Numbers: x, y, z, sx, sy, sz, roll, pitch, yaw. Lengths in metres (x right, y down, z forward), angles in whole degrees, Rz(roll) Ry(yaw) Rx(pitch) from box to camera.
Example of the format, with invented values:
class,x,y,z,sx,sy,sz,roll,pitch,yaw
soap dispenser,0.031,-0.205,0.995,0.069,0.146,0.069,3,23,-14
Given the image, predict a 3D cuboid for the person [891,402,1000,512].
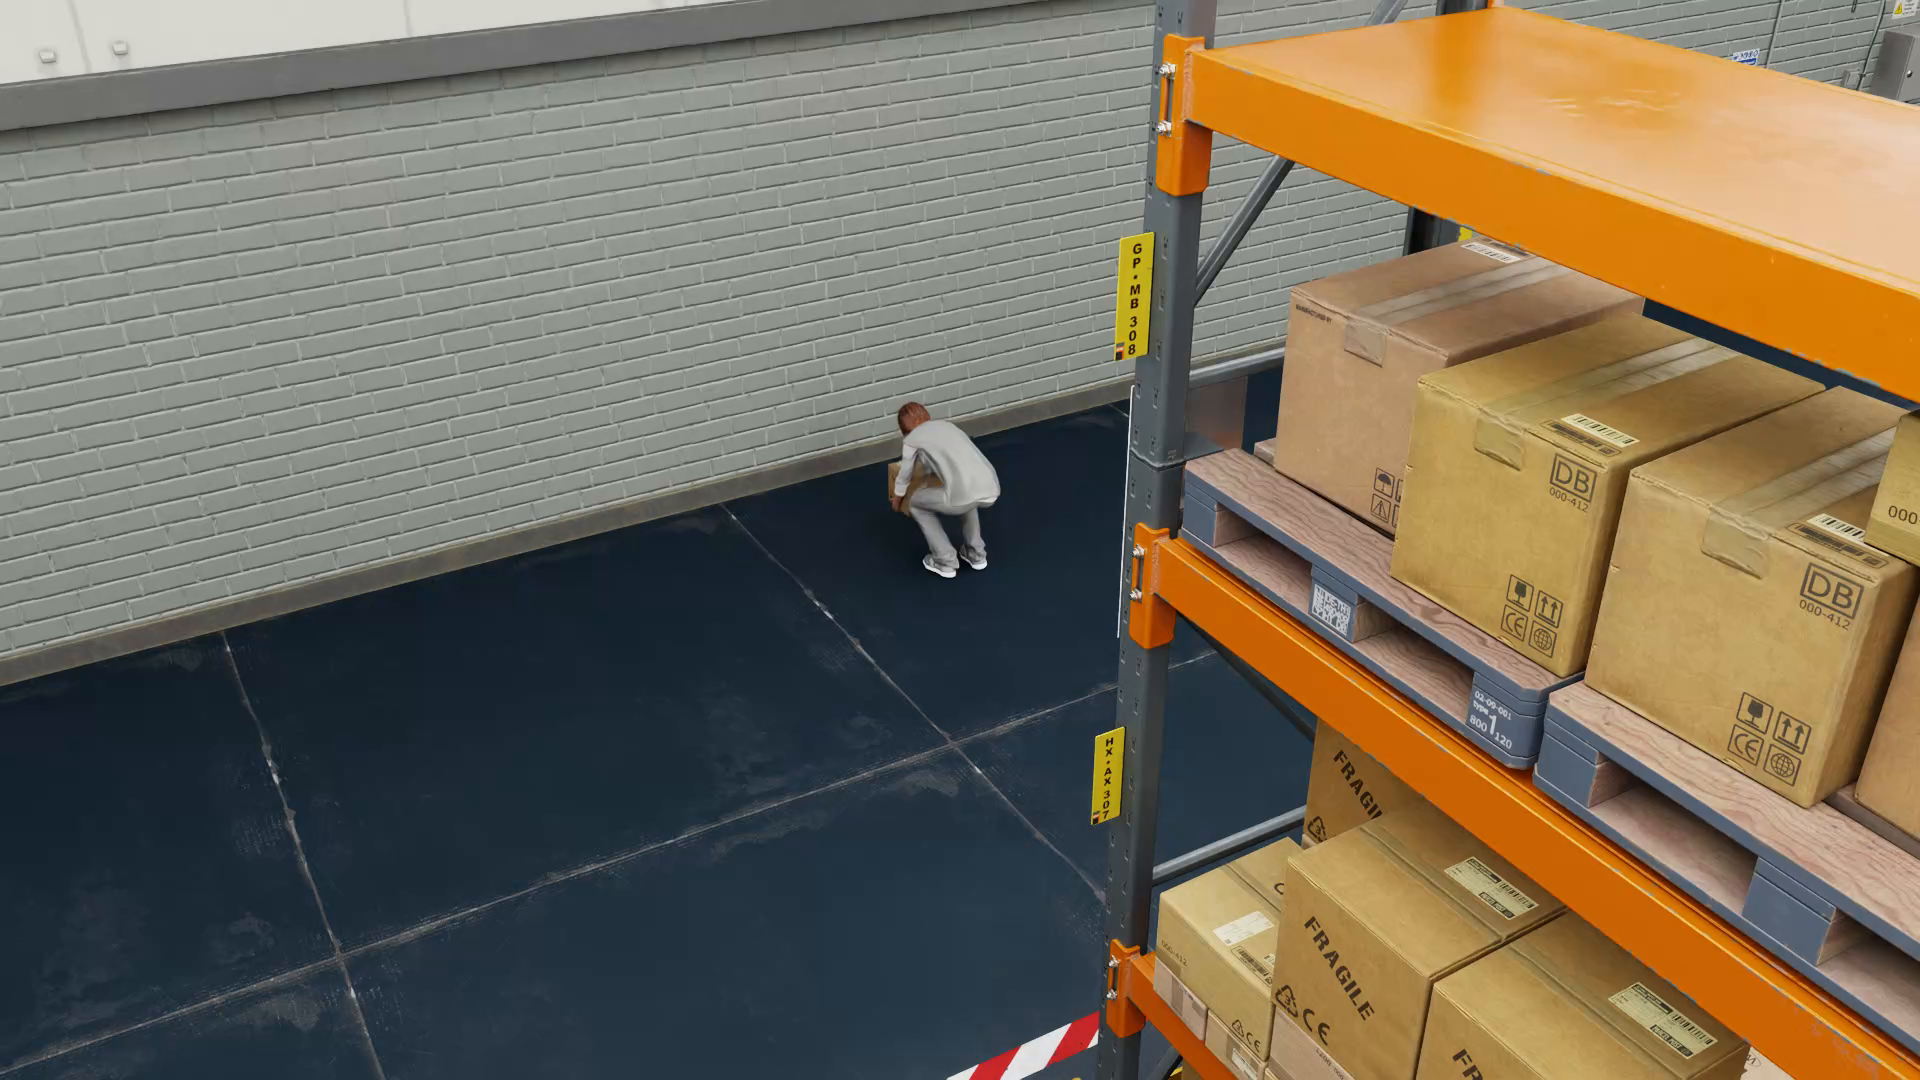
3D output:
class,x,y,z,sx,sy,sz,roll,pitch,yaw
person,-0.100,-0.366,9.741,0.388,0.703,0.851,-17,34,-28
